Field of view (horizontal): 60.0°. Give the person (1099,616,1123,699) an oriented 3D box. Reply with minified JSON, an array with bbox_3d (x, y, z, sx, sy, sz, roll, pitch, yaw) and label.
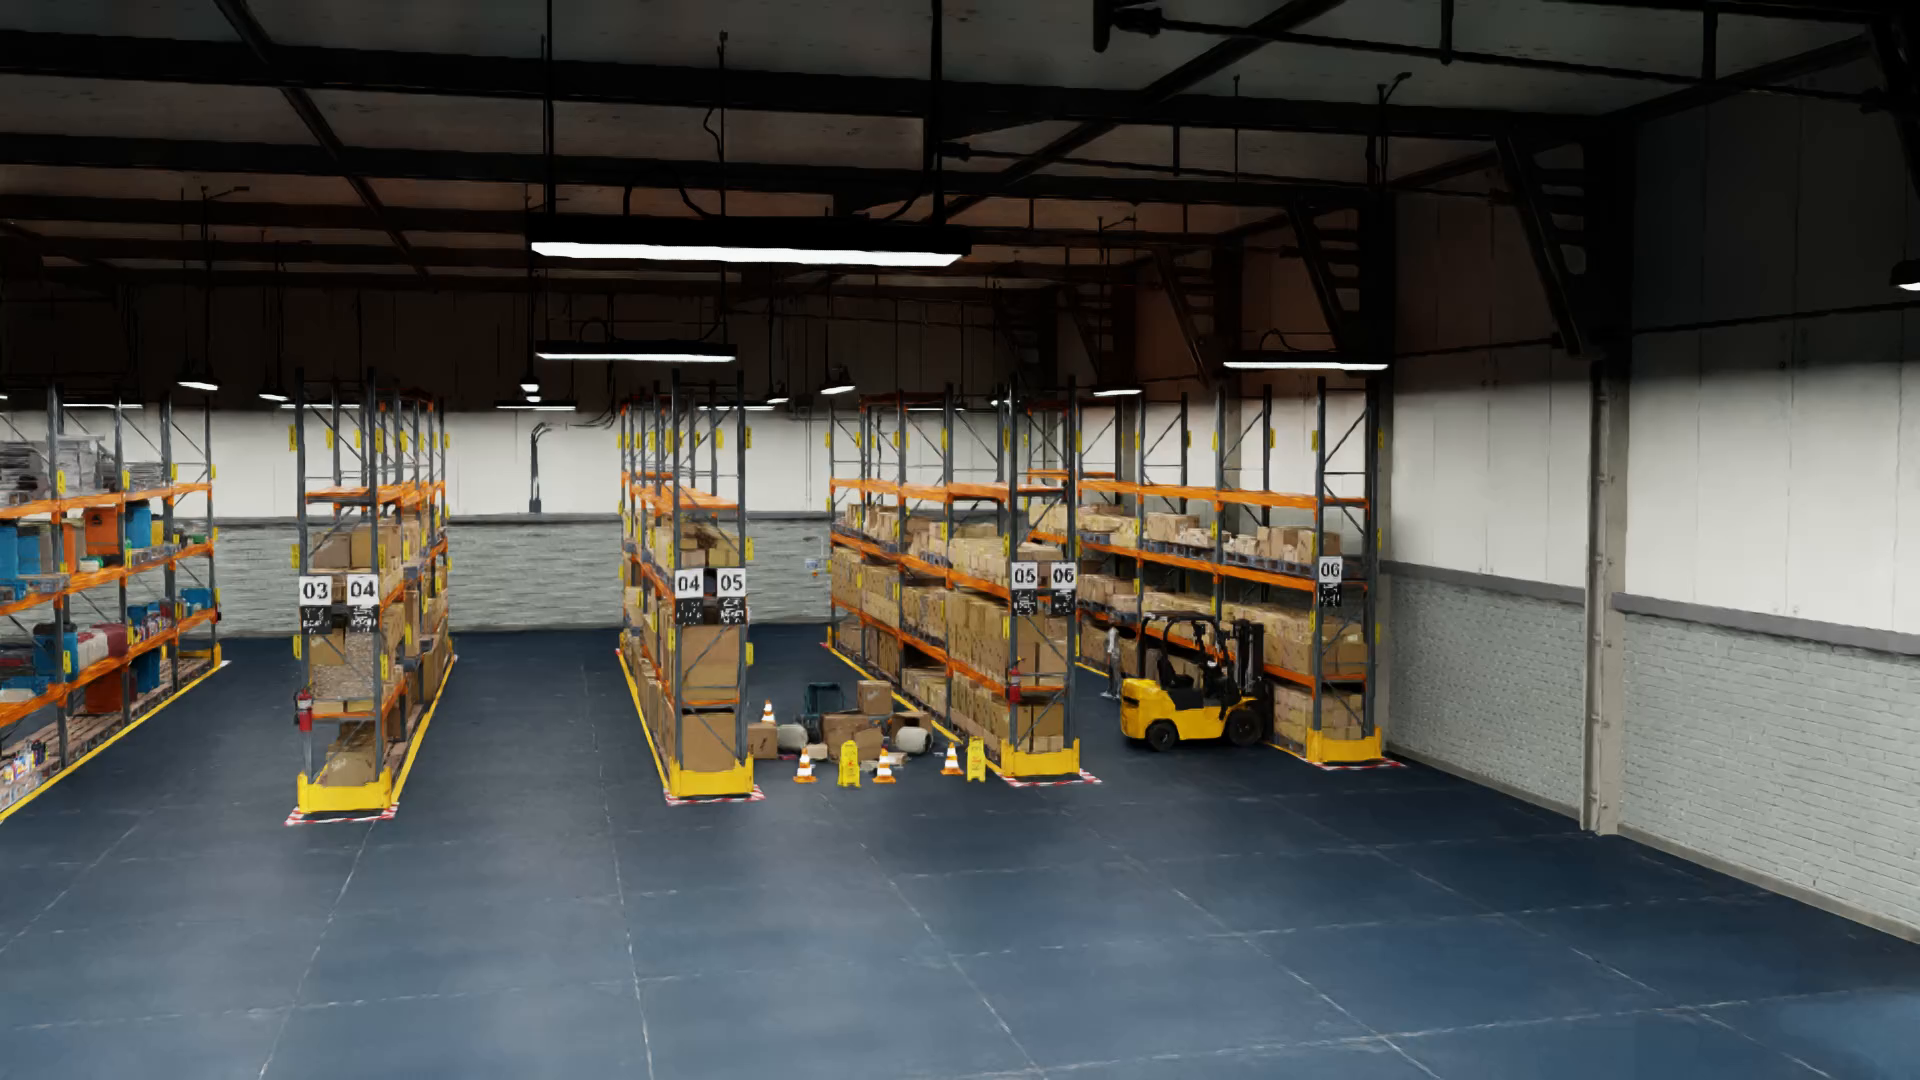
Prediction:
[{"bbox_3d":[2.952,2.265,32.303,0.527,1.590,0.529,1,3,10],"label":"person"}]

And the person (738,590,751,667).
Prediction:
[{"bbox_3d":[-4.829,1.949,36.866,0.373,1.679,0.587,-2,4,-28],"label":"person"}]
